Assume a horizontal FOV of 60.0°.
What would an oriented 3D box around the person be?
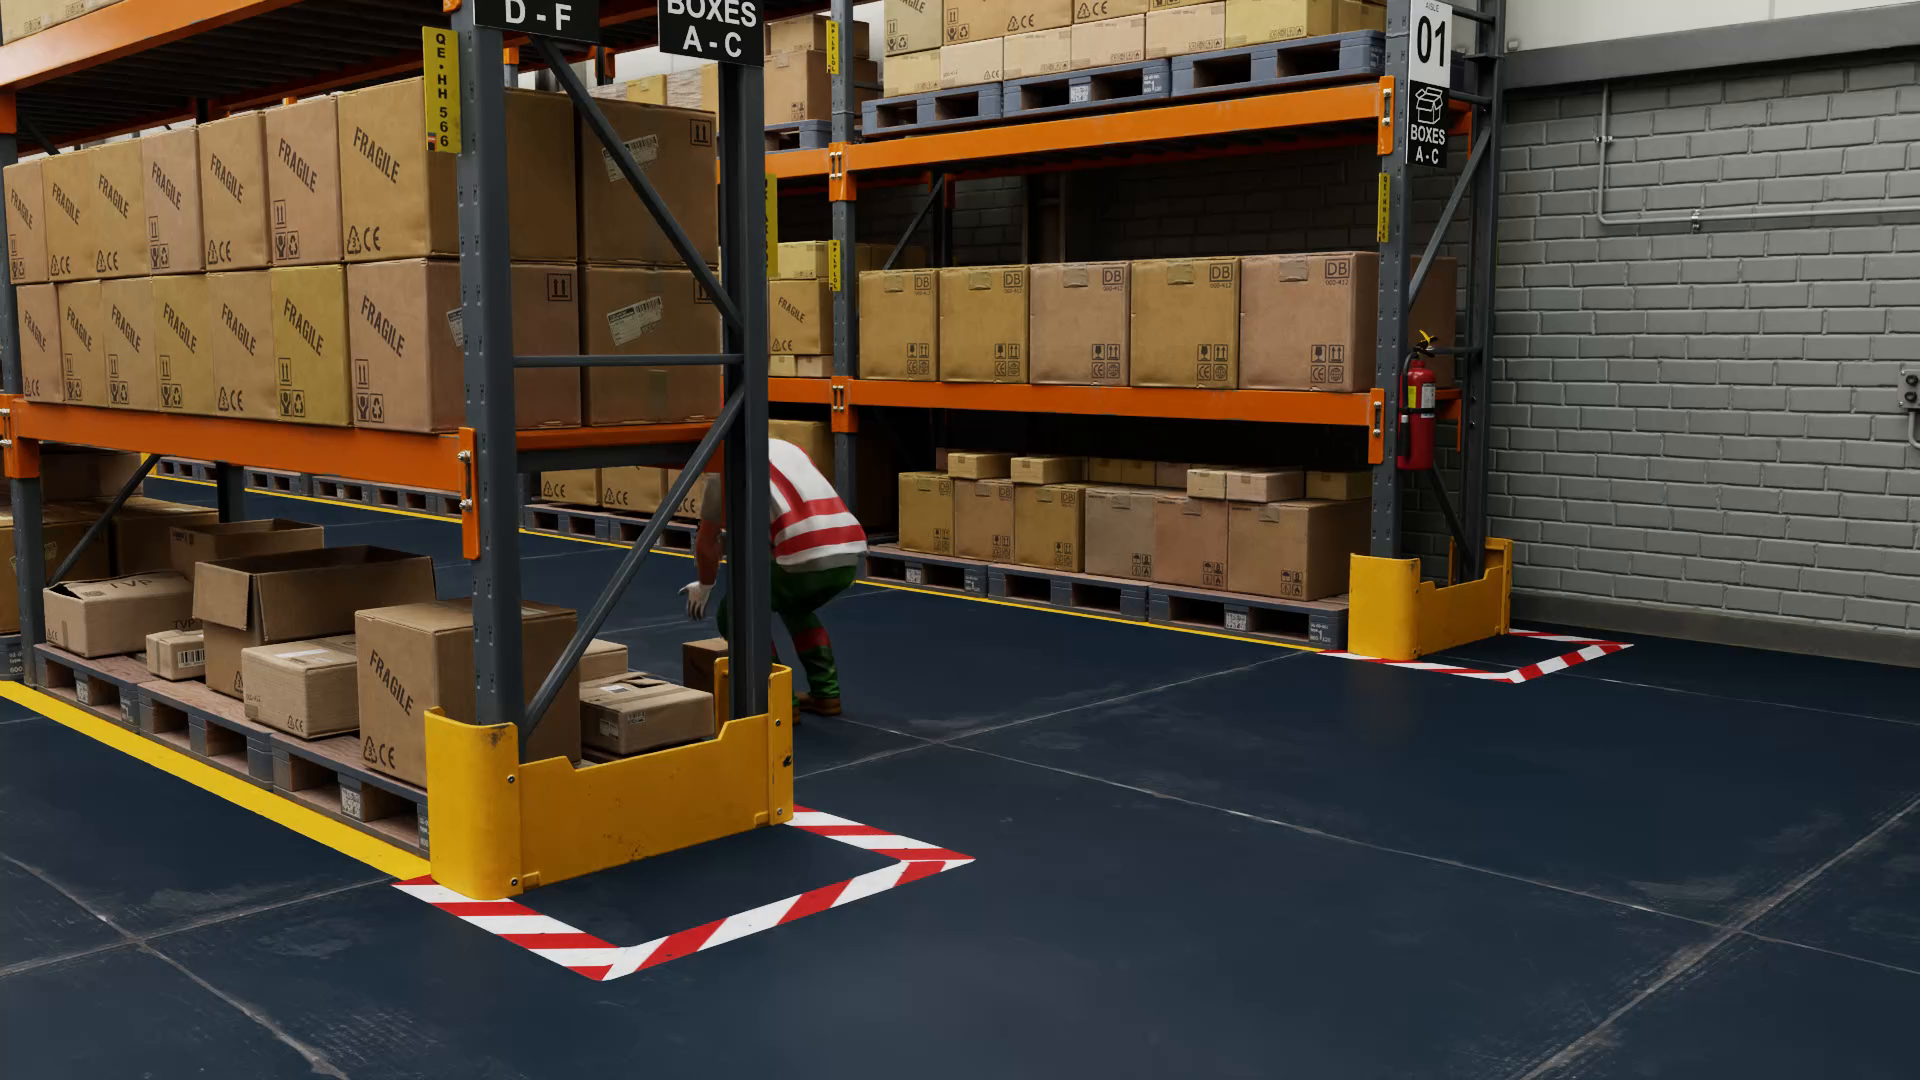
[{"bbox_3d":[-0.787,0.096,6.933,0.819,1.290,0.584,7,10,43],"label":"person"}]
